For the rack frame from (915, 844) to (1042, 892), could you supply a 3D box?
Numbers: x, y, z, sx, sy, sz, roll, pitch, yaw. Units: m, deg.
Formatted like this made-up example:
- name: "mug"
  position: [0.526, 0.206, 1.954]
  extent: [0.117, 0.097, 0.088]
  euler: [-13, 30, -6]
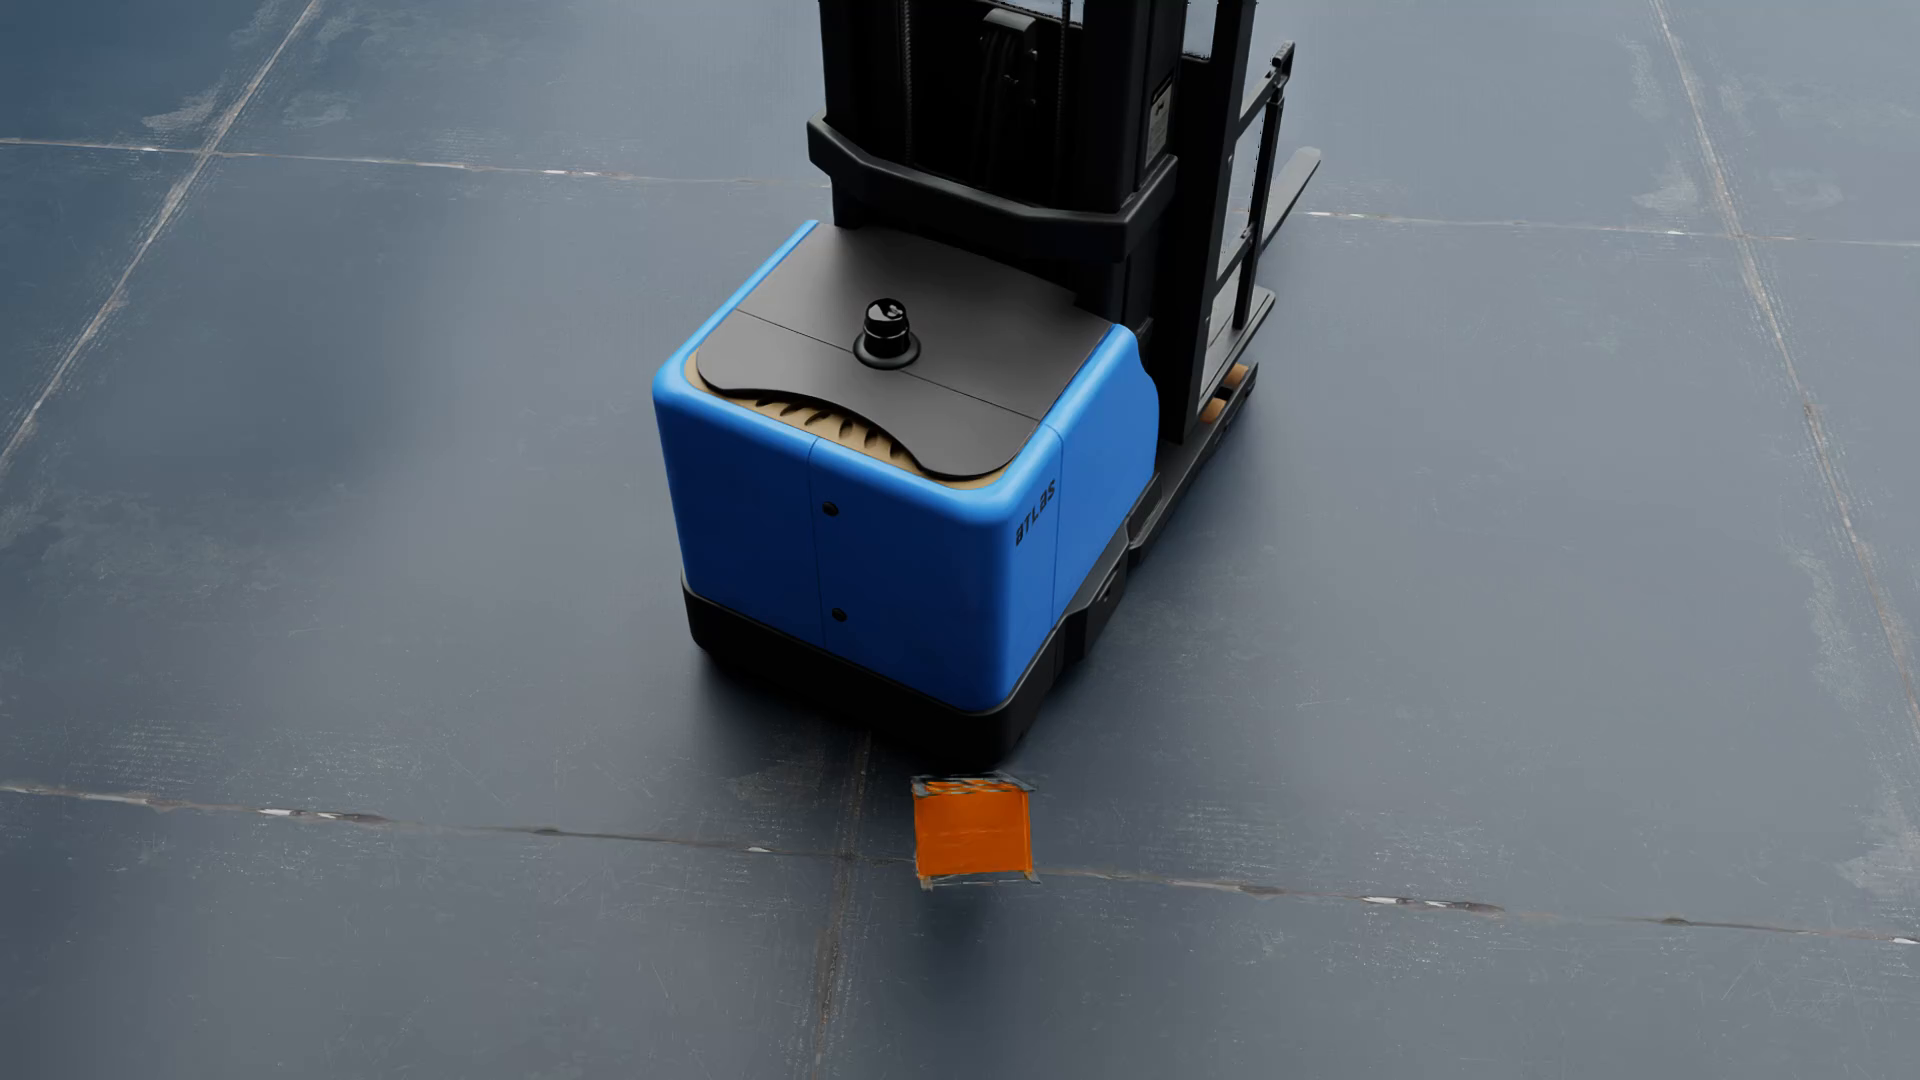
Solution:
- name: "rack frame"
  position: [0.021, 0.753, 3.902]
  extent: [0.240, 1.200, 0.006]
  euler: [-3, 84, -3]

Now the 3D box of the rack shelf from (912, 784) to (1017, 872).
- name: "rack shelf"
  position: [0.024, 0.642, 3.717]
  extent: [0.258, 0.103, 0.180]
  euler: [-3, 84, -3]

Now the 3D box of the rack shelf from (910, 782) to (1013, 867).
- name: "rack shelf"
  position: [0.019, 0.654, 3.836]
  extent: [0.258, 0.103, 0.180]
  euler: [-3, 84, -3]

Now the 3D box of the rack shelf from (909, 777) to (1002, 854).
- name: "rack shelf"
  position: [0.005, 0.693, 4.194]
  extent: [0.258, 0.103, 0.180]
  euler: [-3, 84, -3]

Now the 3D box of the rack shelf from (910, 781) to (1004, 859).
- name: "rack shelf"
  position: [0.010, 0.680, 4.075]
  extent: [0.258, 0.103, 0.180]
  euler: [-3, 84, -3]

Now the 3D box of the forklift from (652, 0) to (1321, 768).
- name: "forklift"
  position: [0.350, -1.451, 4.591]
  extent: [1.130, 2.935, 3.031]
  euler: [22, 51, 19]

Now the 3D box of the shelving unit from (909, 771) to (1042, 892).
- name: "shelving unit"
  position: [0.016, 0.663, 3.911]
  extent: [0.258, 1.200, 0.189]
  euler: [-3, 84, -3]

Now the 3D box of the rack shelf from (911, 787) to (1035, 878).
- name: "rack shelf"
  position: [0.028, 0.629, 3.598]
  extent: [0.258, 0.103, 0.180]
  euler: [-3, 84, -3]

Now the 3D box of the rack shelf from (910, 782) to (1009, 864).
- name: "rack shelf"
  position: [0.014, 0.667, 3.955]
  extent: [0.258, 0.103, 0.180]
  euler: [-3, 84, -3]

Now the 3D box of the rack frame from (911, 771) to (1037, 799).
- name: "rack frame"
  position: [0.011, 0.572, 3.921]
  extent: [0.240, 1.200, 0.006]
  euler: [-3, 84, -3]
